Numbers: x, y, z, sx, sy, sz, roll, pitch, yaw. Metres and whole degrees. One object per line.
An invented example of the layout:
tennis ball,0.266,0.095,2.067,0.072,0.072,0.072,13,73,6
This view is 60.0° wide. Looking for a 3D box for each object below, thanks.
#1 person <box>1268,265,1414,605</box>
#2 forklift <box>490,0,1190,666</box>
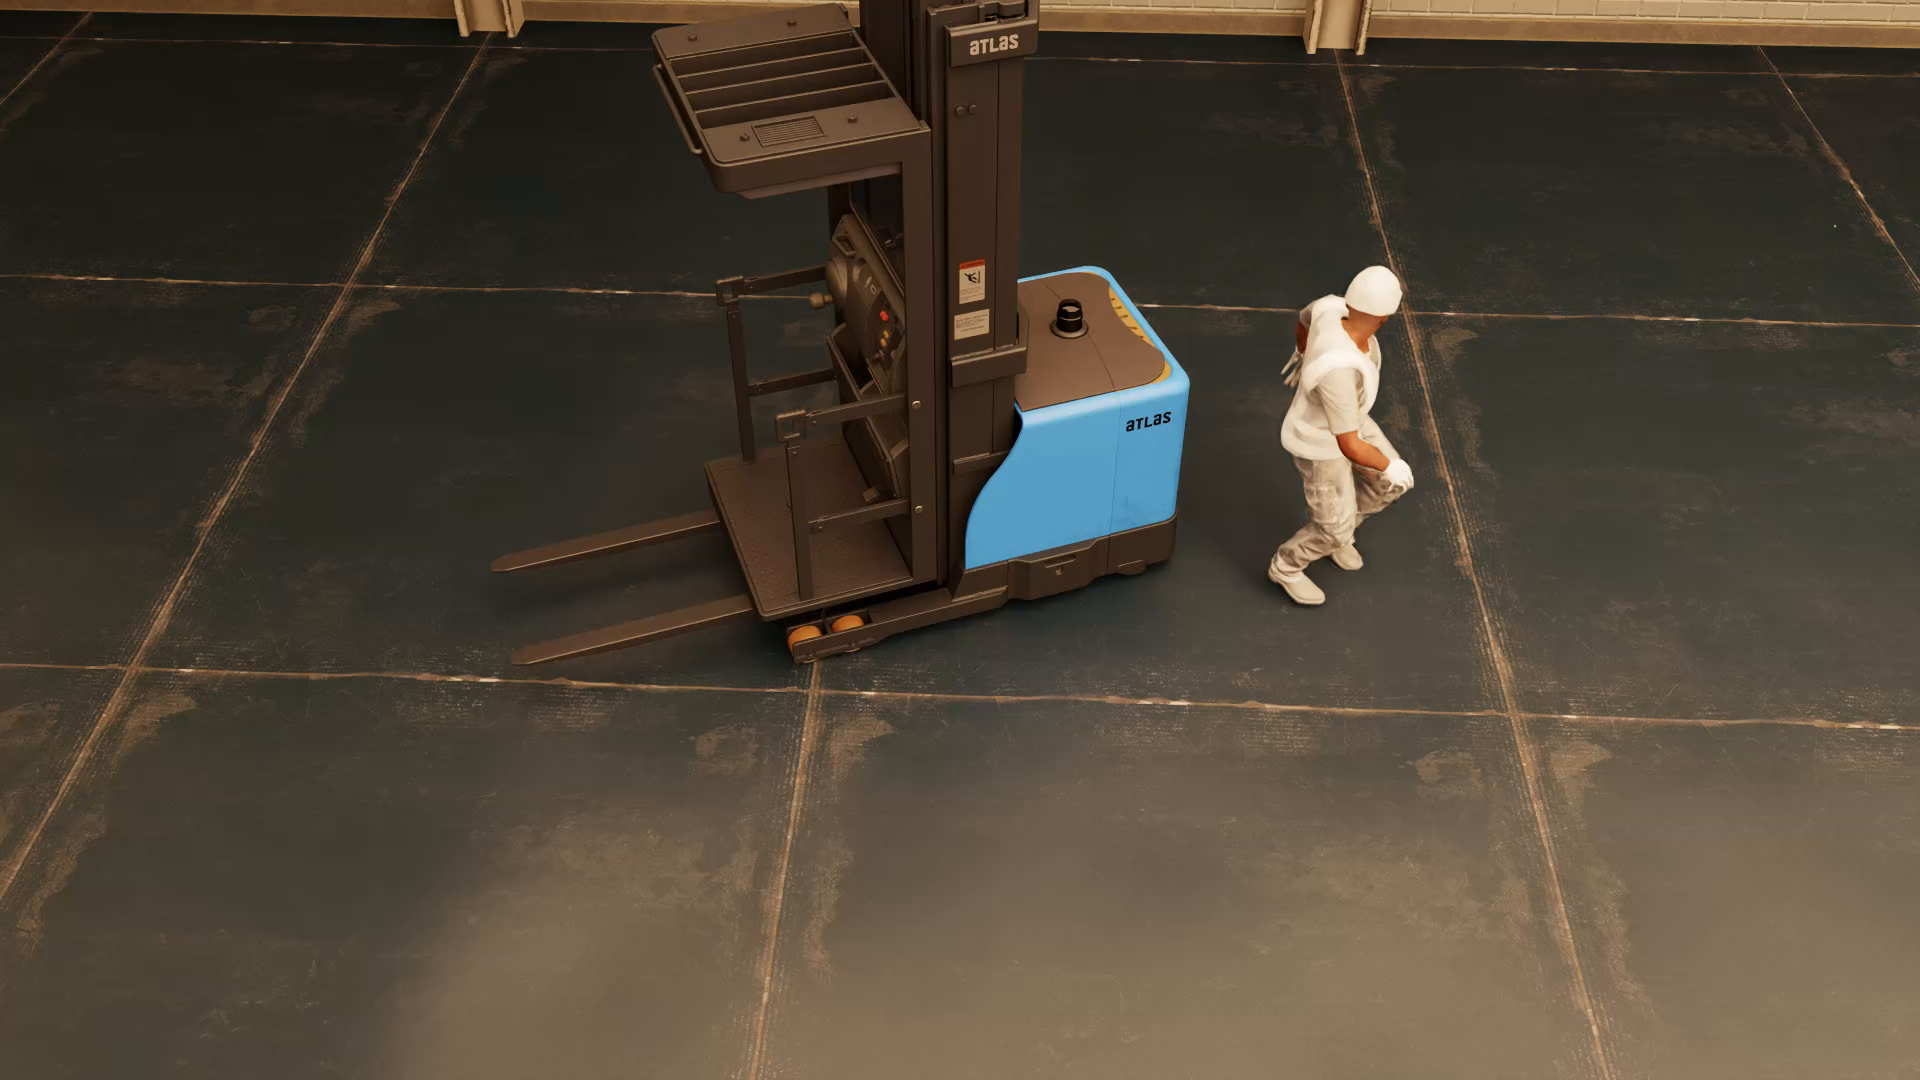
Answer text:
person,1.627,-0.446,7.161,0.758,1.727,0.741,20,46,21
forklift,-0.573,-0.945,6.778,3.031,2.935,1.130,-13,44,-14
